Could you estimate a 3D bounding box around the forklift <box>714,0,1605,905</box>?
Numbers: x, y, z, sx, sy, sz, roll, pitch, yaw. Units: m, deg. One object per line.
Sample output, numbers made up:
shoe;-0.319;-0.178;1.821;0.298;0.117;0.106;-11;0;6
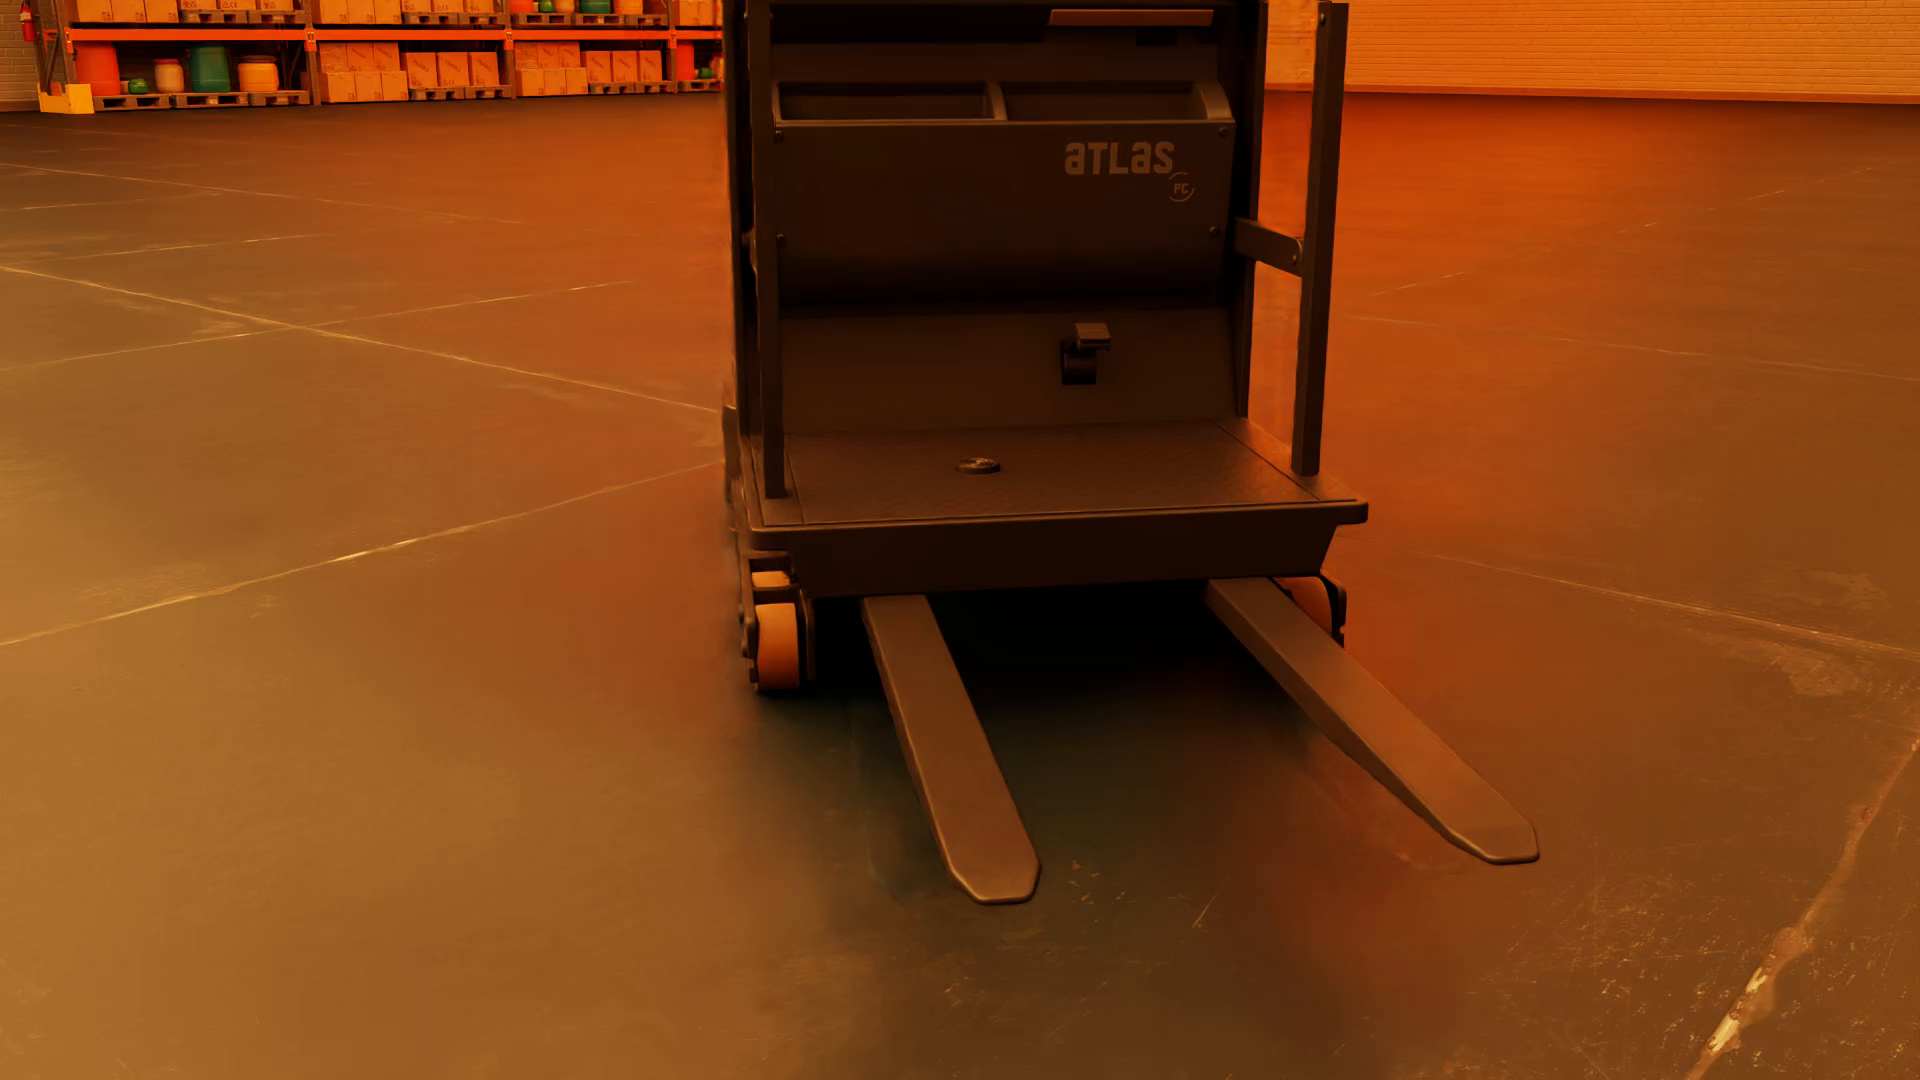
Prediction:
forklift;0.141;-1.238;2.973;1.130;2.935;3.031;-3;17;-11
